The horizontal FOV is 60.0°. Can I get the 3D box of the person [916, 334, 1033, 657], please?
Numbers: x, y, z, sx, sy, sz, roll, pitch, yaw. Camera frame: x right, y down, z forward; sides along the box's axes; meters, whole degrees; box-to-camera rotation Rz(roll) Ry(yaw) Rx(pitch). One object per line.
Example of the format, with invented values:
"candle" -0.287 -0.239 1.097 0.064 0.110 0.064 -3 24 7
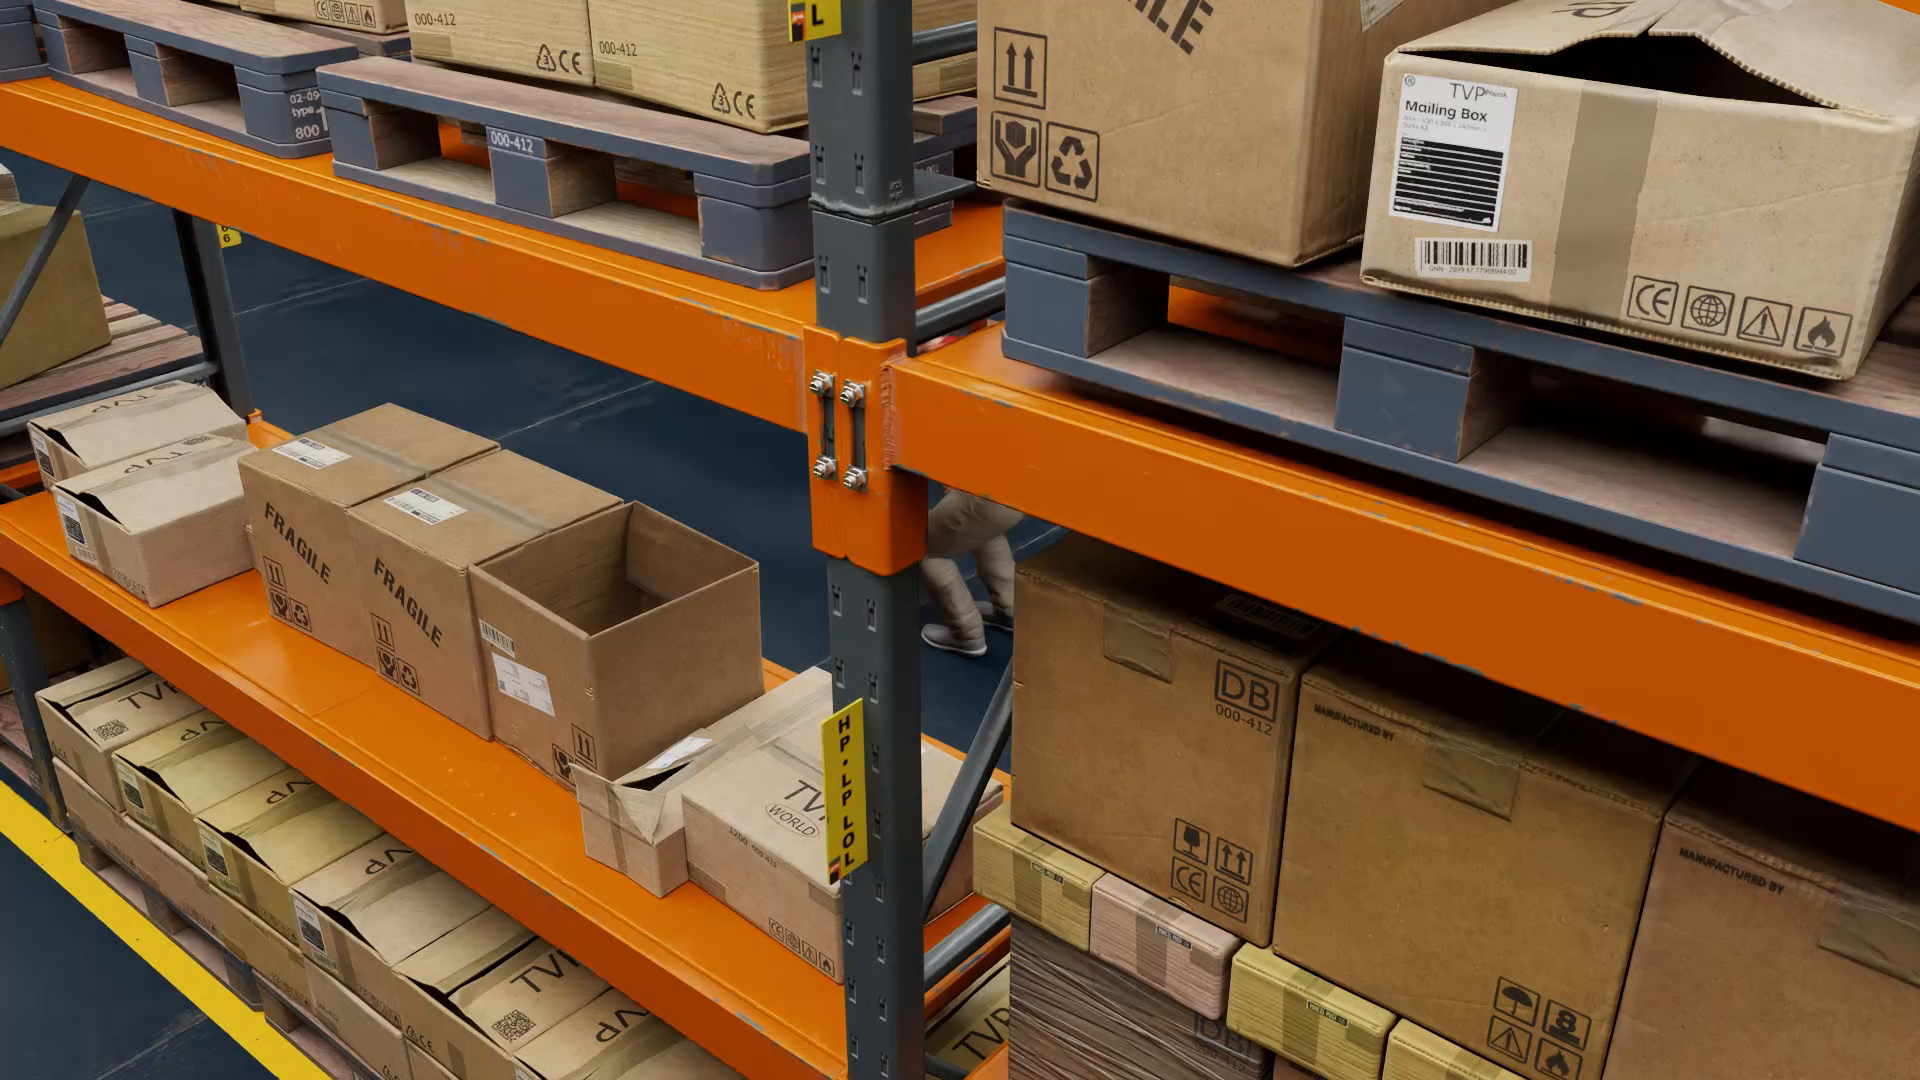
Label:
"person" 0.025 -0.230 6.883 0.666 1.467 0.589 21 34 35
